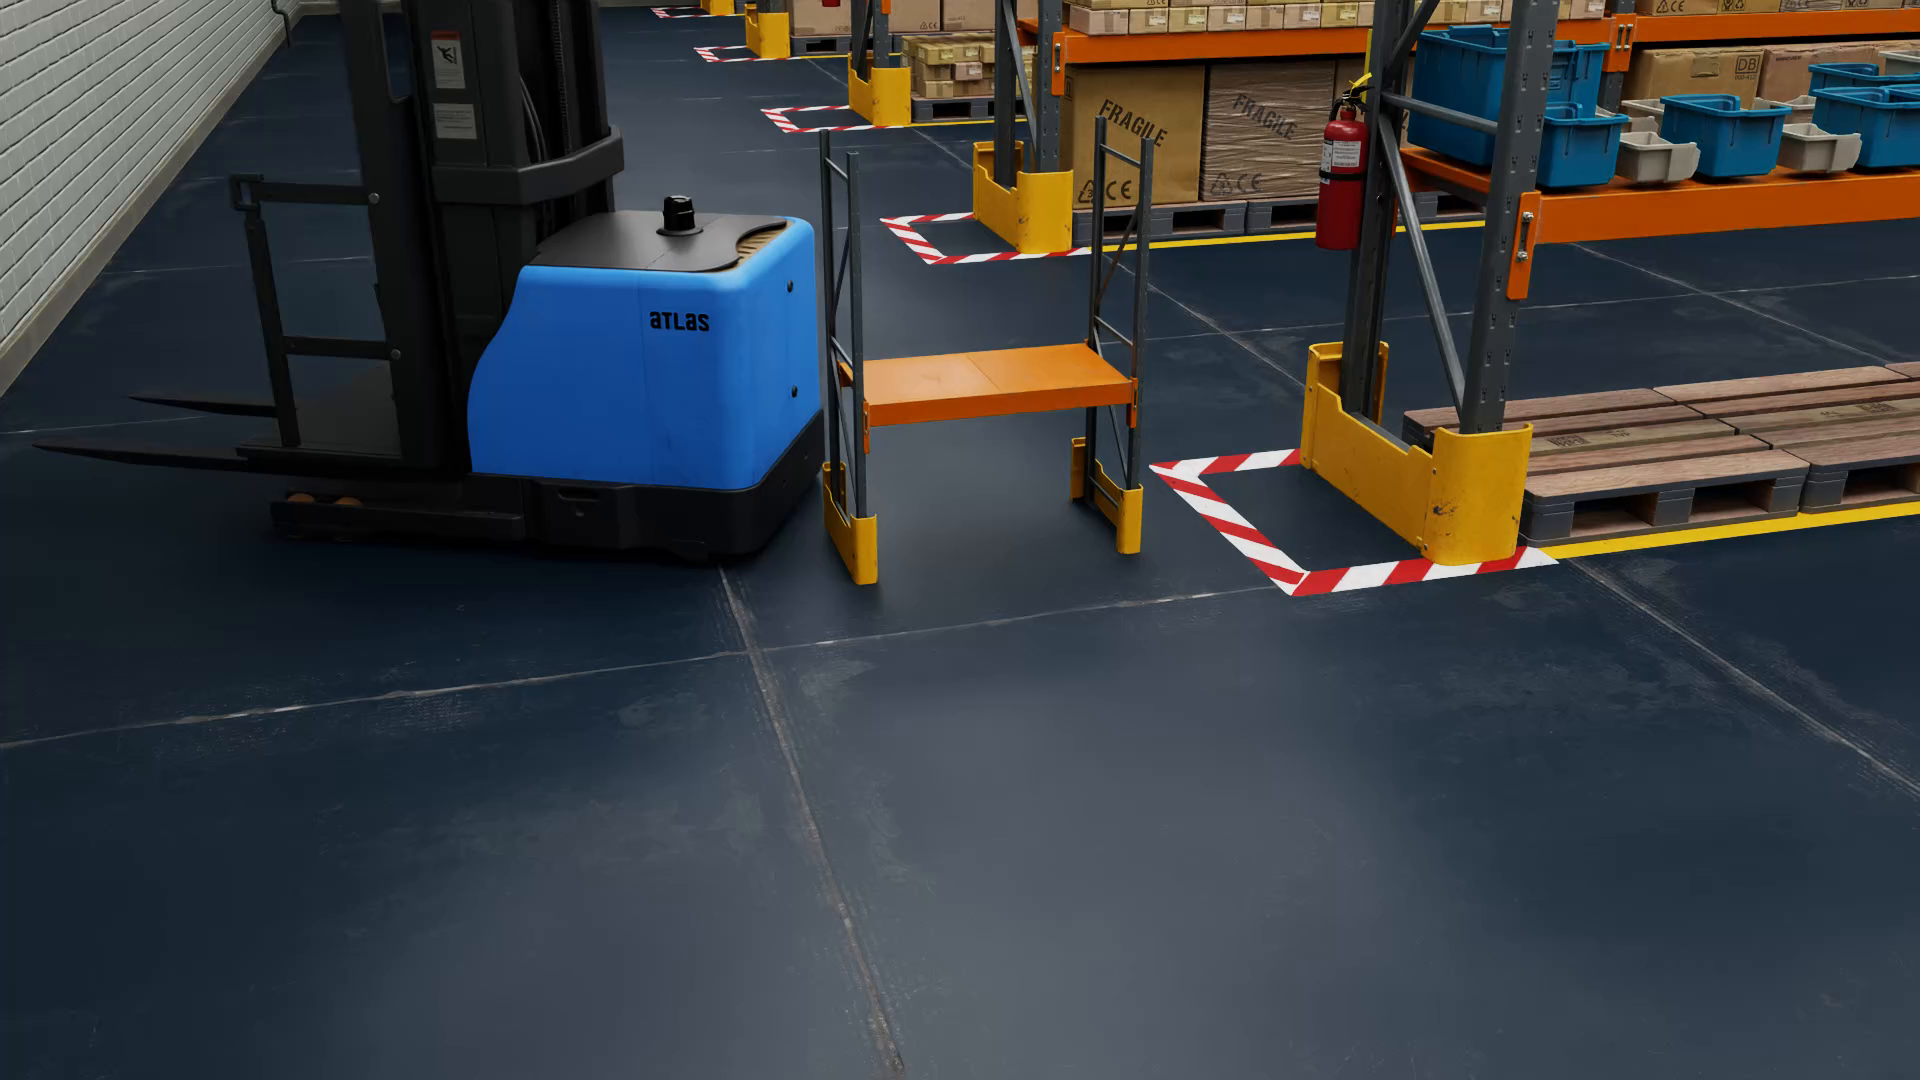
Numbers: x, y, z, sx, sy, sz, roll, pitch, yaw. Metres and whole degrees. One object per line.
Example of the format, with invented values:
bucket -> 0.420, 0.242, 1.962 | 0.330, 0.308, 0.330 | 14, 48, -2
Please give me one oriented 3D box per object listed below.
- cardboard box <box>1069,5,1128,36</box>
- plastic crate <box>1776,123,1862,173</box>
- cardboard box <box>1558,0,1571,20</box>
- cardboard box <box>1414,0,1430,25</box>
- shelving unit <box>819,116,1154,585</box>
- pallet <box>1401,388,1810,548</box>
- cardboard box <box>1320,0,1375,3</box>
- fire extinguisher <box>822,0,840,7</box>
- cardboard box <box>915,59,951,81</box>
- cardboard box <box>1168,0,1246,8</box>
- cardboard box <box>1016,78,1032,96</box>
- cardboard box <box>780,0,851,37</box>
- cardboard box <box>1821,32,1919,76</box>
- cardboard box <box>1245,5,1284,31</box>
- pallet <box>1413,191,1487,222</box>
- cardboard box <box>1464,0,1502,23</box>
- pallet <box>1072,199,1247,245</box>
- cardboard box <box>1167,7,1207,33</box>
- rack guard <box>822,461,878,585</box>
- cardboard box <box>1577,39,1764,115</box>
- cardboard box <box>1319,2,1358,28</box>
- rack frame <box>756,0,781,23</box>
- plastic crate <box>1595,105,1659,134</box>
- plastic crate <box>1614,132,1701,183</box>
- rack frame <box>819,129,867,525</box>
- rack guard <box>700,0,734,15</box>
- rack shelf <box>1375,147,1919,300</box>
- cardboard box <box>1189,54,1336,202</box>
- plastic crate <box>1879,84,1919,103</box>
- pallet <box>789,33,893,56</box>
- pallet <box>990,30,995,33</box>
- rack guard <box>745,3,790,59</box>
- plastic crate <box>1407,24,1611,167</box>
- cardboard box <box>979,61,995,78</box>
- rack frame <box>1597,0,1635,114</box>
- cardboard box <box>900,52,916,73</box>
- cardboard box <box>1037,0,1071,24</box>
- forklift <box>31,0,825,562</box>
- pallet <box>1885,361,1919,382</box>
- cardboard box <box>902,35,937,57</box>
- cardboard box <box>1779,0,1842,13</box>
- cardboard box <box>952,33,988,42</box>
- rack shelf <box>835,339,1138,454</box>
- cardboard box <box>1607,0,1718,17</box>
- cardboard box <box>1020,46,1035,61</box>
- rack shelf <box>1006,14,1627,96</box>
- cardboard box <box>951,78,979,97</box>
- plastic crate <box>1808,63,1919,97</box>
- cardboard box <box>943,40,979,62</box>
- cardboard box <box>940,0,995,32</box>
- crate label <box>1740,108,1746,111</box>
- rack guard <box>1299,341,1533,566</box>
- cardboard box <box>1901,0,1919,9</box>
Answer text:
cardboard box -> 0.852, -3.203, 10.229 | 0.250, 0.149, 0.380 | -6, 24, -14
plastic crate -> 3.070, -1.408, 5.986 | 0.298, 0.136, 0.250 | -6, 24, -14
cardboard box -> 3.819, -3.532, 10.996 | 0.250, 0.149, 0.380 | -6, 24, -13
cardboard box -> 2.830, -3.423, 10.741 | 0.250, 0.149, 0.380 | -7, 24, -15
shelving unit -> 0.073, -0.697, 5.973 | 1.083, 1.500, 0.587 | -6, 24, -14
pallet -> 2.563, -0.317, 6.721 | 1.213, 0.211, 1.003 | -6, 24, -14
cardboard box -> 2.440, -3.590, 10.625 | 0.500, 0.250, 0.500 | -7, 24, -15
fire extinguisher -> -1.189, -5.241, 15.232 | 0.183, 0.674, 0.296 | -6, 24, -14
cardboard box -> -0.248, -4.278, 15.121 | 0.250, 0.149, 0.380 | -5, 24, -12
cardboard box -> 1.455, -3.480, 10.369 | 0.500, 0.250, 0.500 | -7, 24, -15
cardboard box -> 0.512, -4.190, 15.295 | 0.250, 0.149, 0.380 | -6, 24, -14
cardboard box -> -1.648, -6.292, 19.827 | 0.875, 0.438, 0.875 | -7, 24, -16
cardboard box -> 6.593, -3.317, 12.338 | 0.875, 0.875, 1.225 | -6, 24, -14
cardboard box -> 1.841, -3.313, 10.486 | 0.250, 0.149, 0.380 | -7, 24, -15
pallet -> 3.519, -2.499, 11.807 | 1.213, 0.211, 1.003 | -6, 24, -14
cardboard box -> 3.325, -3.477, 10.869 | 0.250, 0.149, 0.380 | -6, 24, -13
pallet -> 1.170, -2.239, 11.201 | 1.213, 0.211, 1.003 | -6, 24, -14
cardboard box -> 1.345, -3.258, 10.358 | 0.250, 0.149, 0.380 | -7, 24, -16
rack guard -> -0.406, -0.070, 6.096 | 0.087, 0.250, 0.587 | -6, 24, -14
cardboard box -> 4.883, -3.124, 11.889 | 0.875, 0.875, 1.225 | -6, 24, -14
cardboard box -> 2.333, -3.367, 10.612 | 0.250, 0.149, 0.380 | -7, 24, -16
rack frame -> -2.256, -7.168, 19.152 | 0.127, 3.000, 1.000 | -6, 24, -14
plastic crate -> 2.495, -1.587, 6.404 | 0.243, 0.136, 0.396 | -6, 24, -14
plastic crate -> 2.417, -1.336, 5.817 | 0.298, 0.136, 0.250 | -6, 24, -14
rack frame -> -0.407, -0.644, 5.849 | 0.032, 1.500, 0.500 | -6, 24, -14
rack guard -> -3.527, -7.912, 24.055 | 0.348, 0.500, 1.175 | -6, 24, -14
rack shelf -> 3.685, -1.408, 6.639 | 4.000, 0.370, 1.077 | -6, 24, -14
cardboard box -> 1.892, -2.818, 11.175 | 0.875, 0.875, 0.875 | -6, 24, -14
plastic crate -> 3.642, -1.550, 6.193 | 0.300, 0.233, 0.416 | -6, 24, -14
pallet -> -1.507, -6.002, 19.969 | 1.213, 0.211, 1.003 | -6, 24, -14
pallet -> 0.842, -6.262, 20.575 | 1.213, 0.211, 1.003 | -6, 24, -14
rack guard -> -2.279, -6.017, 19.639 | 0.348, 0.500, 1.175 | -6, 24, -14
plastic crate -> 2.031, -1.676, 6.230 | 0.499, 0.435, 0.616 | -6, 24, -14
cardboard box -> 0.243, -4.345, 15.278 | 0.250, 0.149, 0.380 | -6, 24, -14
rack frame -> 4.272, -3.832, 11.376 | 0.127, 3.000, 1.000 | -6, 24, -14
cardboard box -> -0.390, -4.484, 15.601 | 0.250, 0.149, 0.380 | -7, 24, -16
cardboard box -> 0.675, -3.453, 10.813 | 0.250, 0.149, 0.380 | -6, 24, -13
forklift -> -2.118, -1.537, 6.115 | 3.031, 2.935, 1.130 | 4, 24, 10
pallet -> 4.913, -0.577, 7.327 | 1.213, 0.211, 1.003 | -6, 24, -14
cardboard box -> -0.380, -4.609, 15.515 | 0.250, 0.149, 0.380 | -6, 24, -14
cardboard box -> 5.748, -3.939, 11.499 | 0.500, 0.500, 0.500 | -7, 24, -16
cardboard box -> 0.092, -4.689, 15.703 | 0.250, 0.149, 0.380 | -7, 24, -16
rack shelf -> 0.082, -0.533, 6.046 | 1.000, 0.185, 0.538 | -6, 24, -14
cardboard box -> 4.783, -3.832, 11.250 | 0.500, 0.500, 0.500 | -6, 24, -14
cardboard box -> 0.501, -4.494, 15.247 | 0.250, 0.149, 0.380 | -8, 24, -17
rack shelf -> 2.347, -3.288, 11.022 | 4.000, 0.370, 1.077 | -6, 24, -14
cardboard box -> -0.001, -4.176, 15.261 | 0.250, 0.149, 0.380 | -6, 24, -15
plastic crate -> 3.667, -1.792, 6.759 | 0.300, 0.233, 0.416 | -6, 24, -14
cardboard box -> 0.008, -4.458, 15.163 | 0.250, 0.149, 0.380 | -6, 24, -13
cardboard box -> 0.100, -6.488, 20.284 | 0.875, 0.438, 0.875 | -7, 24, -16
crate label -> 3.040, -1.652, 6.554 | 0.243, 0.136, 0.396 | -6, 24, -14
rack guard -> 1.739, -0.369, 6.476 | 0.348, 0.500, 1.175 | -6, 24, -14
cardboard box -> 6.735, -4.050, 11.757 | 0.500, 0.500, 0.500 | -7, 24, -16
